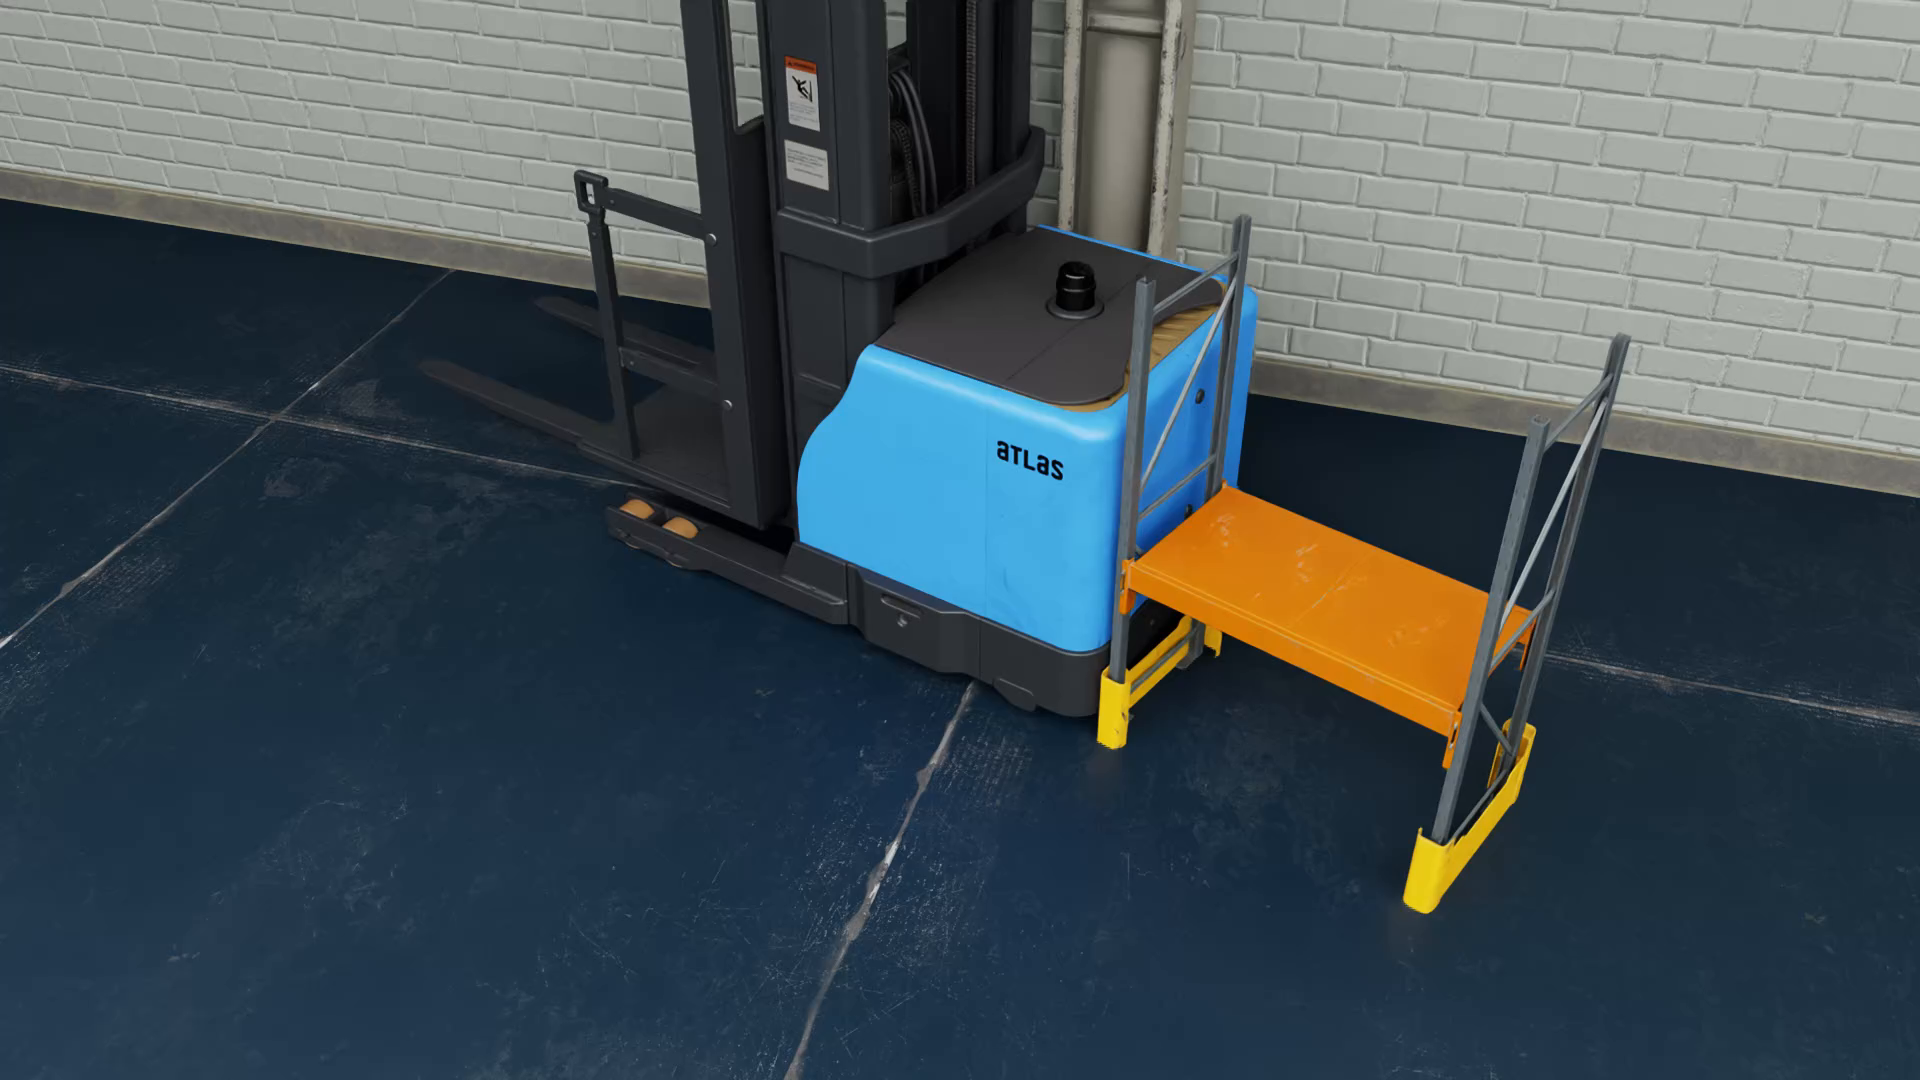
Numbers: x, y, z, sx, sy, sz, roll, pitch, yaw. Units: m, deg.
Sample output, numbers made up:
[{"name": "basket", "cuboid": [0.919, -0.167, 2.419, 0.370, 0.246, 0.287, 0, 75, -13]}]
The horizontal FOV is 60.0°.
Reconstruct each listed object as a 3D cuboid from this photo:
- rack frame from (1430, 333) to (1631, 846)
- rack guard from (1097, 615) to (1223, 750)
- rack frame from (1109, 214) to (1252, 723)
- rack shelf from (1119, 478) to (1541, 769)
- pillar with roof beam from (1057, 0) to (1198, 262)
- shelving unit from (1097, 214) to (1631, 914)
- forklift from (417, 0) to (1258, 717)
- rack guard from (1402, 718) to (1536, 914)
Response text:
[{"name": "rack frame", "cuboid": [1.391, 0.241, 4.157, 0.032, 1.500, 0.500, 26, 43, 30]}, {"name": "rack guard", "cuboid": [0.616, 0.373, 5.033, 0.087, 0.250, 0.587, 26, 43, 30]}, {"name": "rack frame", "cuboid": [0.601, -0.138, 4.672, 0.032, 1.500, 0.500, 26, 43, 30]}, {"name": "rack shelf", "cuboid": [0.996, 0.196, 4.521, 1.000, 0.185, 0.538, 26, 43, 30]}, {"name": "pillar with roof beam", "cuboid": [-0.697, -1.794, 0.596, 0.400, 9.000, 9.100, 10, 38, 14]}, {"name": "shelving unit", "cuboid": [1.003, 0.055, 4.410, 1.083, 1.500, 0.587, 26, 43, 30]}, {"name": "forklift", "cuboid": [-0.601, -1.327, 5.080, 3.031, 2.935, 1.130, 21, 41, 26]}, {"name": "rack guard", "cuboid": [1.390, 0.744, 4.528, 0.087, 0.250, 0.587, 26, 43, 30]}]
